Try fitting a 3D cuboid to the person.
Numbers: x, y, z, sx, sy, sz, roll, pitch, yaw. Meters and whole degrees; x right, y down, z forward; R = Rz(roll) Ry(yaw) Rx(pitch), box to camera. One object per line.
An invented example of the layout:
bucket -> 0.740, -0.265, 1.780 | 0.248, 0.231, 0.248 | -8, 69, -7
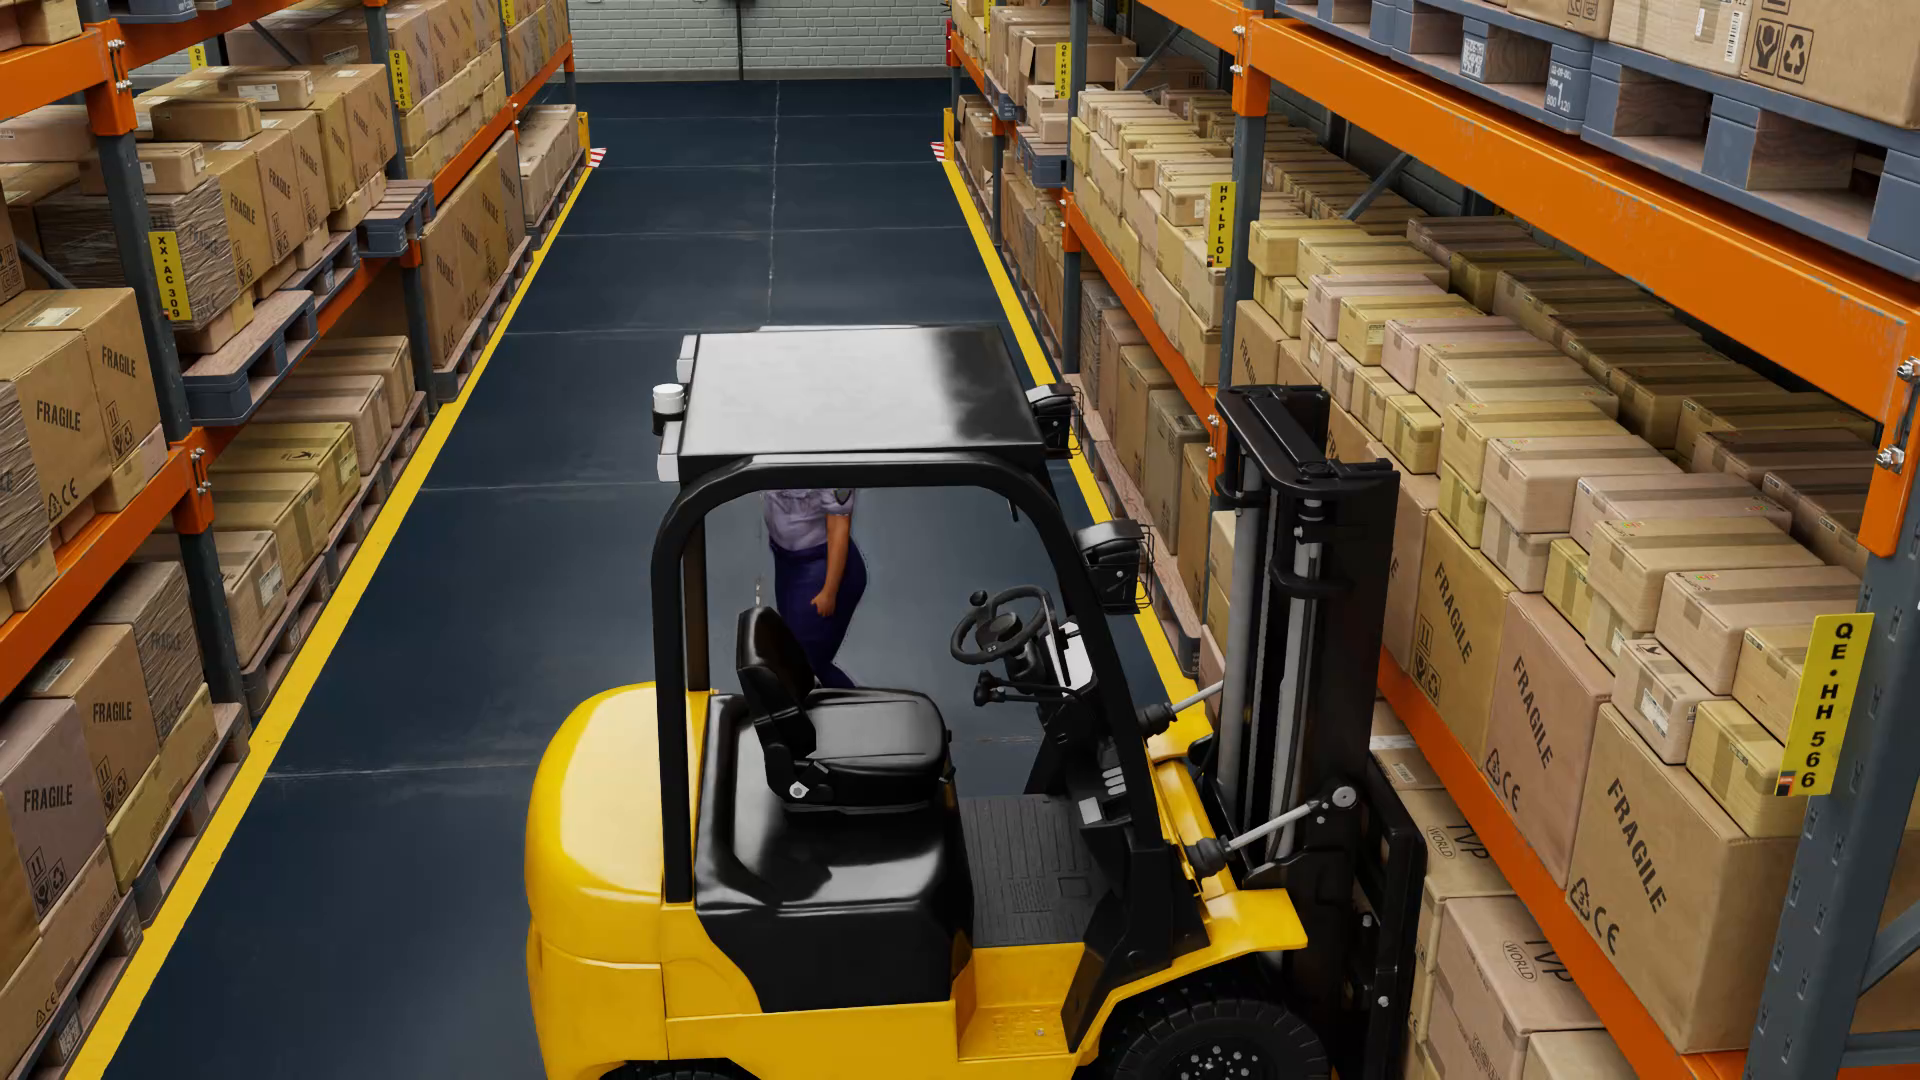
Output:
person -> -0.557, 0.133, 6.316 | 0.455, 1.668, 0.493 | -11, 26, -24
